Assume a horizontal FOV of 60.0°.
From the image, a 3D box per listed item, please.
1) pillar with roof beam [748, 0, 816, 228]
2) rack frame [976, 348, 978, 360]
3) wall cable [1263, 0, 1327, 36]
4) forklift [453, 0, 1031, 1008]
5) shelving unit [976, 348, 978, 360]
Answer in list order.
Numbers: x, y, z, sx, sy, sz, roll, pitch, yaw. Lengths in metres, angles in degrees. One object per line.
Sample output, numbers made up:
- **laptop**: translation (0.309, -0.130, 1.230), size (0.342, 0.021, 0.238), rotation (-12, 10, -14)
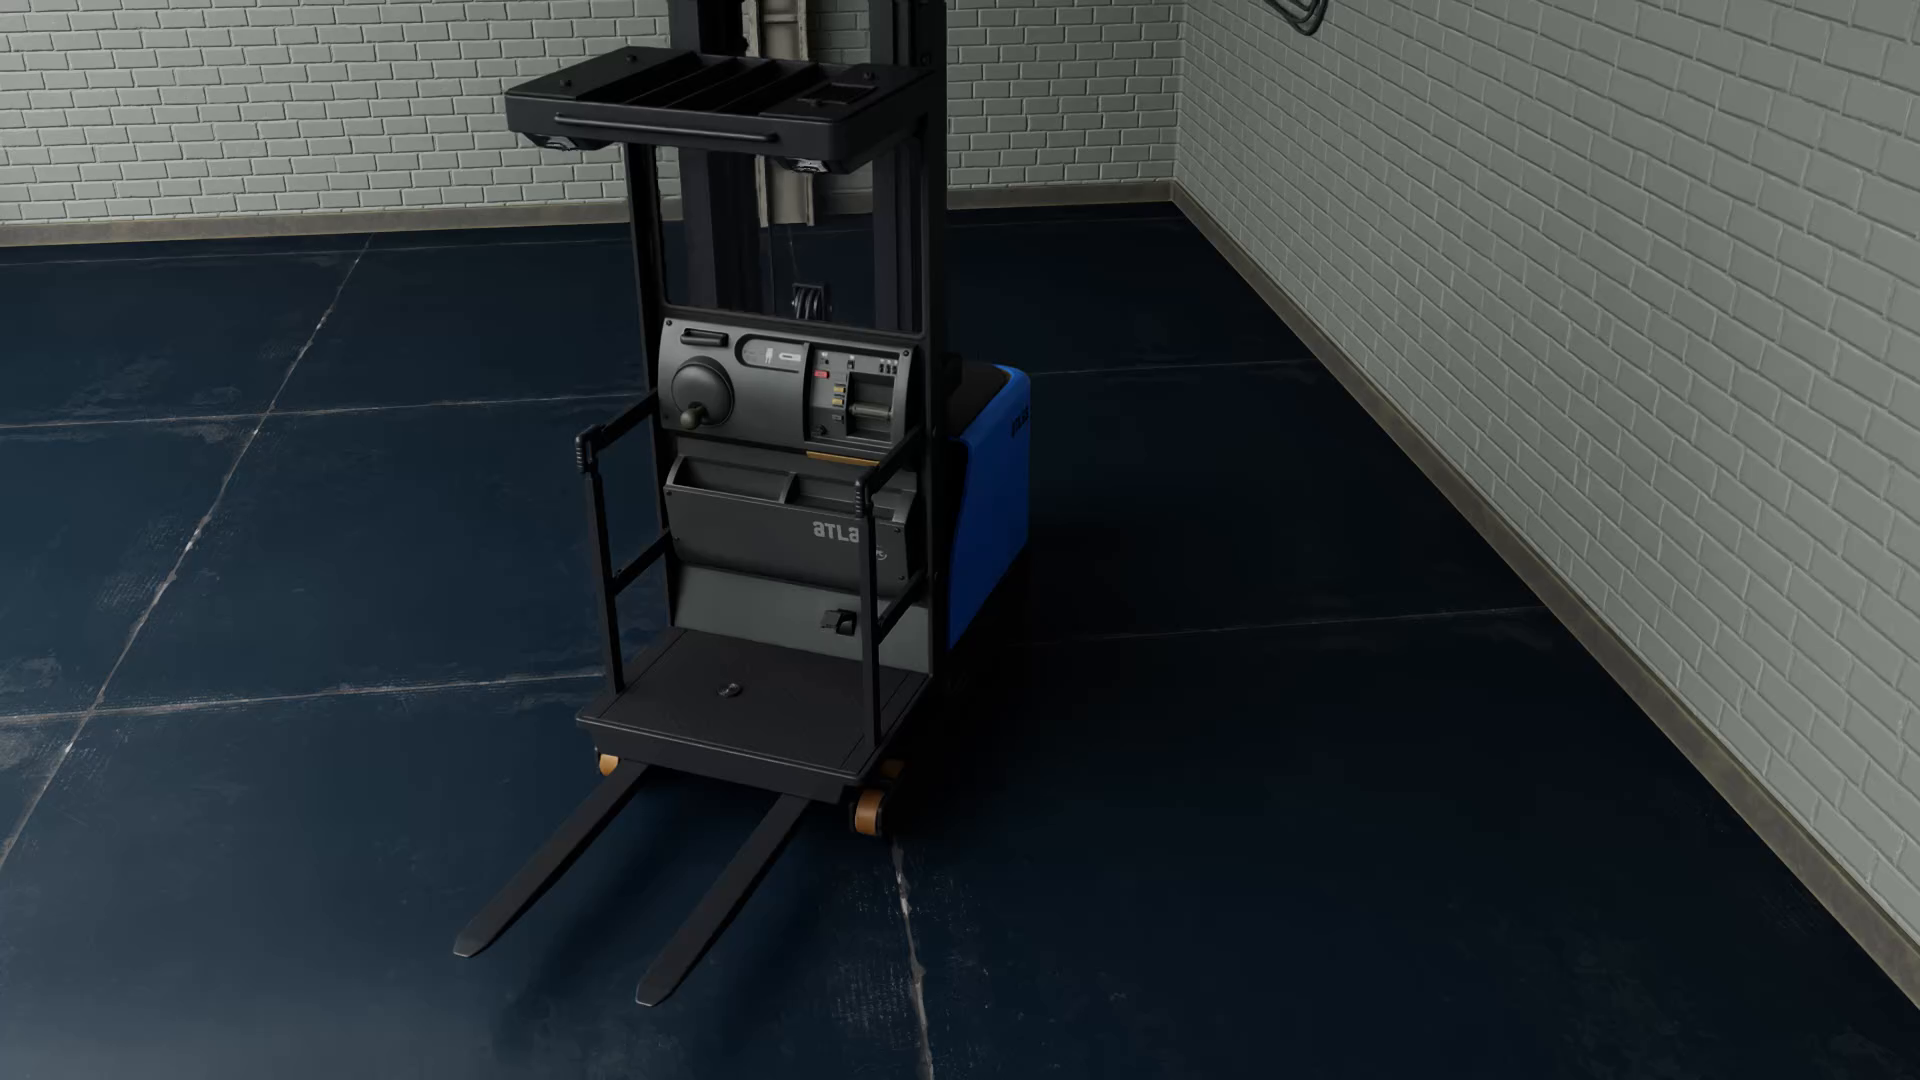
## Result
- **pillar with roof beam**: translation (-0.685, -4.437, 6.540), size (0.400, 9.000, 9.100), rotation (-4, 27, -7)
- **rack frame**: translation (0.093, -0.406, 7.556), size (0.006, 0.900, 0.240), rotation (-4, 27, -7)
- **wall cable**: translation (1.816, -4.591, 10.242), size (0.112, 2.526, 3.097), rotation (-4, 27, -7)
- **forklift**: translation (-0.672, -0.490, 5.494), size (1.130, 2.935, 3.031), rotation (9, 29, 17)
- **shelving unit**: translation (-0.008, -0.400, 7.544), size (0.210, 0.900, 0.258), rotation (-4, 27, -7)
